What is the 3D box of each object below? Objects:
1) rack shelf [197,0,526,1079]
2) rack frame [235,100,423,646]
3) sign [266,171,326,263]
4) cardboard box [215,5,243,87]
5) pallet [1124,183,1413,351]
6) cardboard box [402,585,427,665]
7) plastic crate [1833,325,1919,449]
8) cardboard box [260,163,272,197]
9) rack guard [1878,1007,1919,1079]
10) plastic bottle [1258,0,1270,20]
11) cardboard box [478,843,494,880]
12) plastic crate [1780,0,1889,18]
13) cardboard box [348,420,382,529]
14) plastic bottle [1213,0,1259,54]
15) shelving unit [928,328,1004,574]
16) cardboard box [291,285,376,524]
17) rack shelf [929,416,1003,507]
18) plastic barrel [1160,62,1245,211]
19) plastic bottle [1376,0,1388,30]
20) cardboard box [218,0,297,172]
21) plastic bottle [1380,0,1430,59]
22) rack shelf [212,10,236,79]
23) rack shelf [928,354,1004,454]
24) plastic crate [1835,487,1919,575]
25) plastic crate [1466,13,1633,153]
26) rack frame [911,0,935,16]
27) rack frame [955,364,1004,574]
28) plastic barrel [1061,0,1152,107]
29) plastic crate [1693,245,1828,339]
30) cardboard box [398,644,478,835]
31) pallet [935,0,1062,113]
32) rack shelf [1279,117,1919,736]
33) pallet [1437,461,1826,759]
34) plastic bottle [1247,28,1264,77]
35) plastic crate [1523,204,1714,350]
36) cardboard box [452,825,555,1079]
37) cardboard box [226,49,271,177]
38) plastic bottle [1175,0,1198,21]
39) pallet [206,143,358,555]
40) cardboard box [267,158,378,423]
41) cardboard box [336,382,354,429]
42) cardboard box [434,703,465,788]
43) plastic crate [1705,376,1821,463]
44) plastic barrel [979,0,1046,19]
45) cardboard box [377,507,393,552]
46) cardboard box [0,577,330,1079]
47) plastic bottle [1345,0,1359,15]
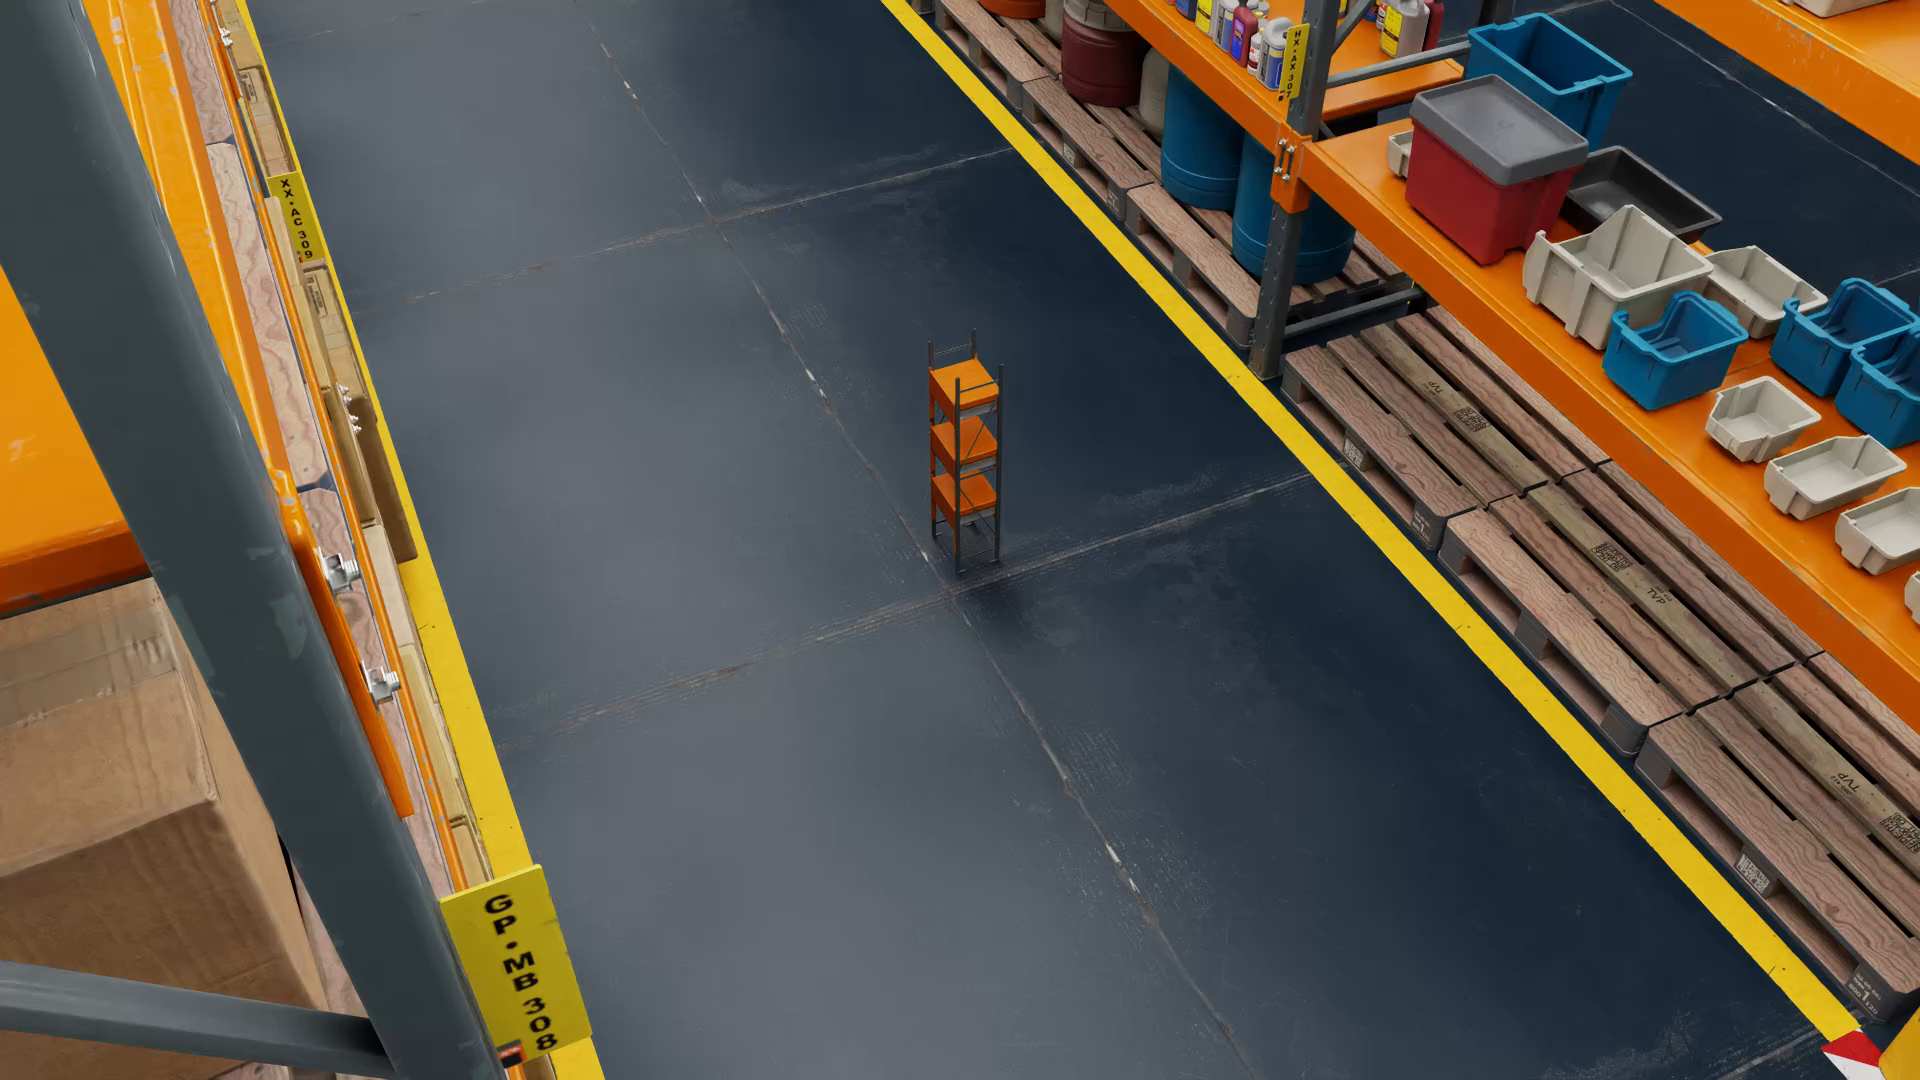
[{"bbox_3d":[-1.800,-0.073,3.433,1.077,0.370,4.000,-18,47,-17],"label":"rack shelf"},{"bbox_3d":[-2.641,-0.535,5.526,1.000,3.000,0.127,-18,47,-17],"label":"rack frame"},{"bbox_3d":[-2.138,-1.037,5.361,0.100,0.325,0.005,-18,47,-17],"label":"sign"},{"bbox_3d":[-3.465,-2.229,7.171,0.500,0.500,0.500,-19,48,-19],"label":"cardboard box"},{"bbox_3d":[1.566,-1.510,8.498,1.003,0.211,1.213,-18,47,-17],"label":"pallet"},{"bbox_3d":[-1.782,0.307,4.851,0.380,0.149,0.250,-17,47,-17],"label":"cardboard box"},{"bbox_3d":[3.176,-0.505,5.571,0.416,0.233,0.300,-18,47,-17],"label":"plastic crate"},{"bbox_3d":[-2.607,-0.938,5.863,0.500,0.500,0.500,-18,47,-17],"label":"cardboard box"},{"bbox_3d":[3.557,1.452,5.291,1.175,0.500,0.348,-18,47,-17],"label":"rack guard"},{"bbox_3d":[1.346,-2.365,7.521,0.097,0.201,0.097,0,45,0],"label":"plastic bottle"},{"bbox_3d":[-1.352,0.961,4.188,0.380,0.149,0.250,-19,48,-18],"label":"cardboard box"},{"bbox_3d":[2.441,-1.666,4.724,0.437,0.136,0.530,-18,47,-17],"label":"plastic crate"},{"bbox_3d":[-1.997,-0.055,4.934,0.500,0.250,0.500,-17,47,-16],"label":"cardboard box"},{"bbox_3d":[1.240,-2.343,7.446,0.152,0.276,0.135,-18,47,-17],"label":"plastic bottle"},{"bbox_3d":[0.022,-0.340,6.716,0.215,1.050,0.252,-18,47,-17],"label":"shelving unit"},{"bbox_3d":[-1.998,-0.320,4.669,0.500,0.500,0.500,-18,47,-17],"label":"cardboard box"},{"bbox_3d":[0.022,-0.332,6.723,0.215,0.259,0.240,-18,47,-17],"label":"rack shelf"},{"bbox_3d":[1.342,-2.204,8.412,0.600,0.901,0.708,-18,47,-17],"label":"plastic barrel"},{"bbox_3d":[1.965,-2.440,7.598,0.097,0.201,0.097,0,45,0],"label":"plastic bottle"},{"bbox_3d":[-4.051,-2.032,8.256,1.225,0.875,0.875,-20,48,-19],"label":"cardboard box"},{"bbox_3d":[1.982,-2.326,7.376,0.144,0.351,0.185,-18,47,-17],"label":"plastic bottle"},{"bbox_3d":[-3.482,-2.622,6.017,1.077,0.370,4.000,-18,47,-17],"label":"rack shelf"},{"bbox_3d":[0.022,-0.534,6.524,0.215,0.259,0.240,-18,47,-17],"label":"rack shelf"},{"bbox_3d":[2.919,-0.032,5.160,0.396,0.136,0.243,-18,47,-17],"label":"plastic crate"},{"bbox_3d":[2.359,-1.817,6.793,0.392,0.384,0.575,-18,47,-17],"label":"plastic crate"},{"bbox_3d":[0.171,-4.547,9.592,1.000,3.000,0.127,-18,47,-17],"label":"rack frame"},{"bbox_3d":[0.074,-0.262,6.637,0.200,1.050,0.008,-18,47,-17],"label":"rack frame"},{"bbox_3d":[0.867,-2.812,9.251,0.600,0.588,0.708,-18,47,-17],"label":"plastic barrel"},{"bbox_3d":[2.858,-0.905,6.045,0.293,0.136,0.466,-18,47,-17],"label":"plastic crate"},{"bbox_3d":[-1.573,0.594,4.276,0.500,0.250,0.500,-19,48,-18],"label":"cardboard box"},{"bbox_3d":[0.540,-3.064,10.074,1.003,0.211,1.213,-18,47,-17],"label":"pallet"},{"bbox_3d":[2.694,-0.468,5.969,1.077,0.370,4.000,-18,47,-17],"label":"rack shelf"},{"bbox_3d":[2.714,0.230,6.735,1.003,0.211,1.213,-18,47,-17],"label":"pallet"},{"bbox_3d":[1.320,-2.149,7.303,0.097,0.201,0.097,0,45,0],"label":"plastic bottle"},{"bbox_3d":[2.328,-0.950,5.987,0.437,0.282,0.530,-18,47,-17],"label":"plastic crate"},{"bbox_3d":[-1.126,0.990,3.341,0.500,0.500,0.500,-19,48,-18],"label":"cardboard box"},{"bbox_3d":[-3.030,-1.577,6.510,0.500,0.500,0.500,-19,48,-18],"label":"cardboard box"},{"bbox_3d":[1.092,-2.588,7.641,0.144,0.351,0.185,-18,47,-17],"label":"plastic bottle"},{"bbox_3d":[-1.797,-0.271,3.185,1.003,0.211,1.213,-18,47,-17],"label":"pallet"},{"bbox_3d":[-3.305,-0.900,7.109,1.225,0.875,0.875,-20,48,-19],"label":"cardboard box"},{"bbox_3d":[-2.215,-0.348,5.515,0.380,0.149,0.250,-18,47,-17],"label":"cardboard box"},{"bbox_3d":[-1.569,0.633,4.521,0.380,0.149,0.250,-17,47,-17],"label":"cardboard box"},{"bbox_3d":[2.638,-0.385,5.519,0.298,0.136,0.250,-18,47,-17],"label":"plastic crate"},{"bbox_3d":[0.392,-3.617,9.895,0.600,0.830,0.708,-18,47,-17],"label":"plastic barrel"},{"bbox_3d":[-1.999,-0.021,5.183,0.380,0.149,0.250,-19,48,-18],"label":"cardboard box"},{"bbox_3d":[-1.226,0.410,1.991,0.700,0.500,0.500,-21,48,-20],"label":"cardboard box"},{"bbox_3d":[1.850,-2.595,7.701,0.152,0.276,0.135,-18,47,-17],"label":"plastic bottle"}]
